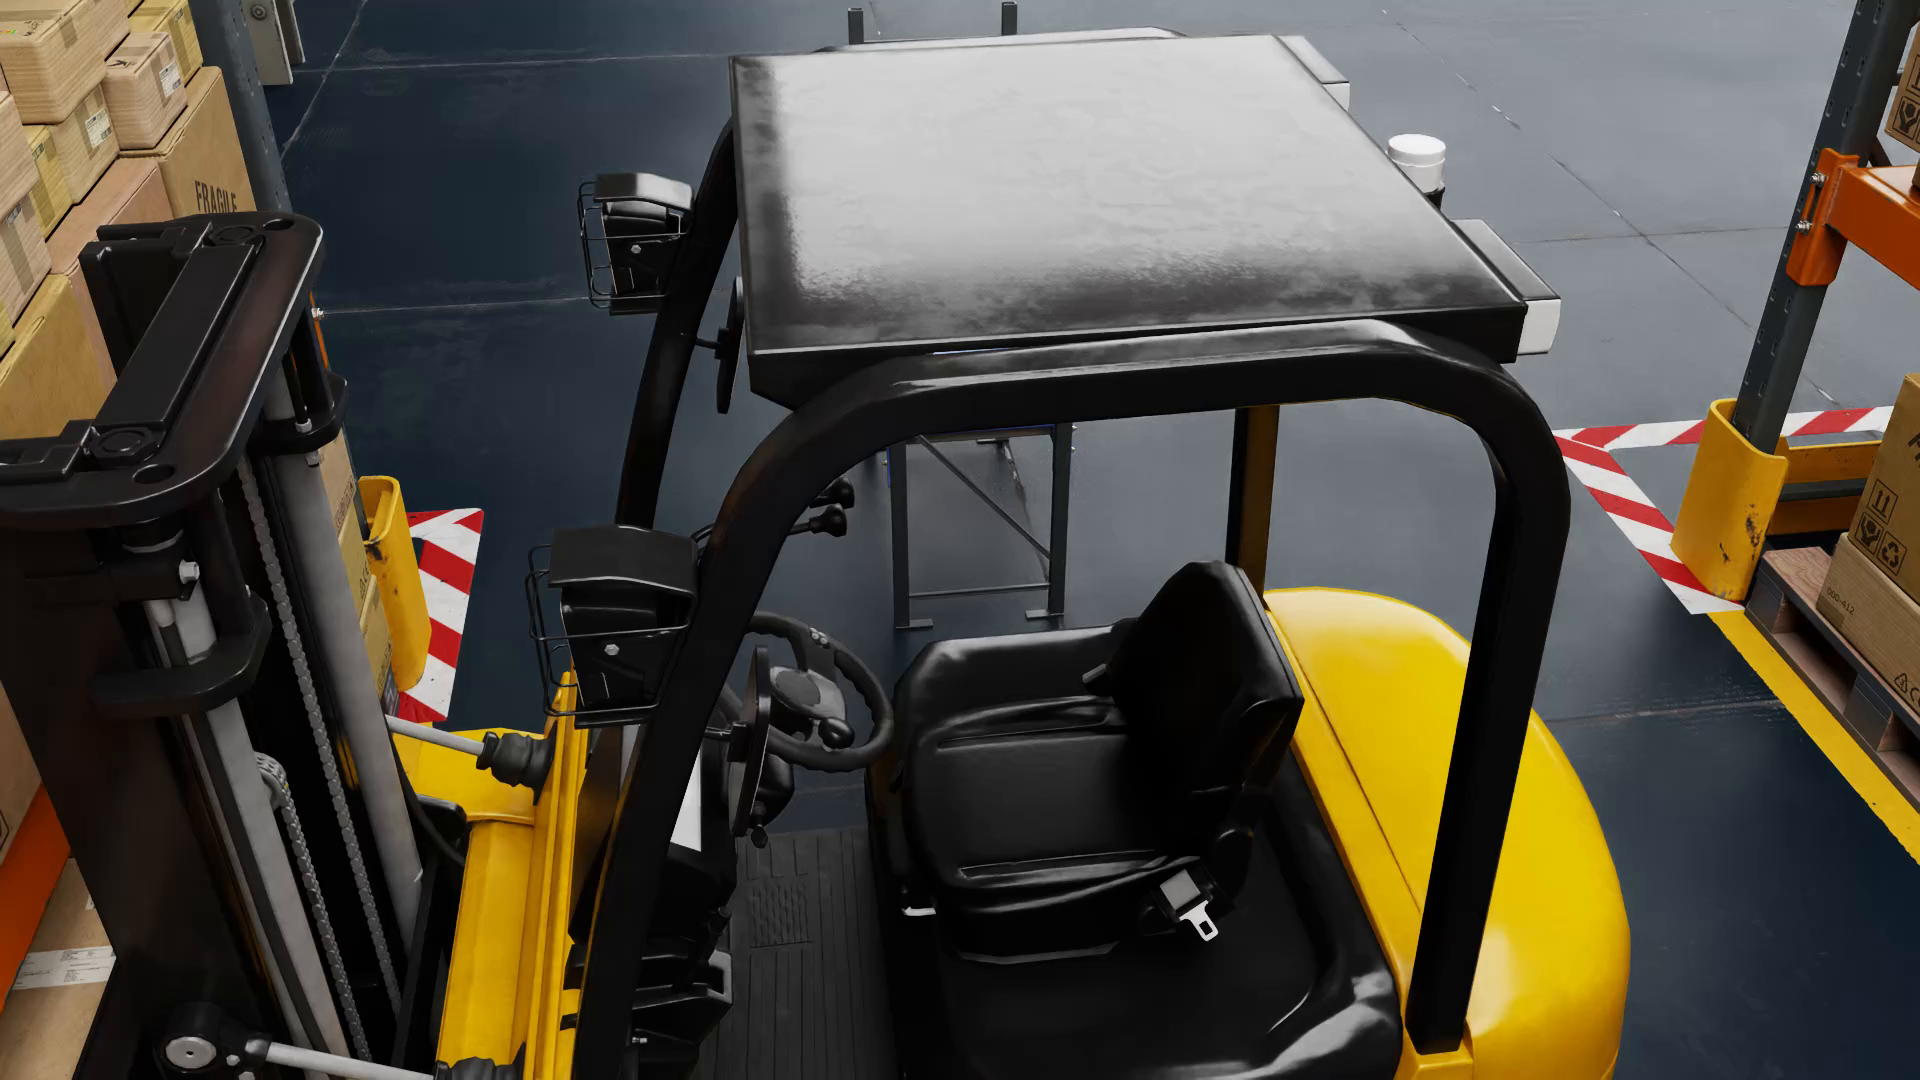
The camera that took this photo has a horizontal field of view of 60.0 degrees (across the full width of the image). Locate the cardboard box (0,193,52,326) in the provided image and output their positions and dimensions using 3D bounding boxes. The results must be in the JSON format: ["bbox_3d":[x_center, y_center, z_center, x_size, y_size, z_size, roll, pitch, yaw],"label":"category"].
[{"bbox_3d":[-1.639,-0.419,2.536,0.380,0.149,0.250,-5,35,-8],"label":"cardboard box"}]

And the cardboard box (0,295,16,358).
[{"bbox_3d":[-1.585,-0.279,2.331,0.380,0.149,0.250,-4,34,-6],"label":"cardboard box"}]

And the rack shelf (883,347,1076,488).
[{"bbox_3d":[-0.011,-0.519,4.999,0.538,0.185,1.000,-4,35,-6],"label":"rack shelf"}]

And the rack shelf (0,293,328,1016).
[{"bbox_3d":[-1.837,0.557,2.407,1.077,0.370,4.000,-4,35,-6],"label":"rack shelf"}]

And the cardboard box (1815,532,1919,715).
[{"bbox_3d":[2.646,0.200,4.362,0.500,0.250,0.500,-5,35,-7],"label":"cardboard box"}]

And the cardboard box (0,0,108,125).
[{"bbox_3d":[-1.723,-0.825,2.868,0.380,0.149,0.250,-4,34,-5],"label":"cardboard box"}]

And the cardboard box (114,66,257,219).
[{"bbox_3d":[-1.780,-0.643,3.440,0.500,0.500,0.500,-5,35,-7],"label":"cardboard box"}]

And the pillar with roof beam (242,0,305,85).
[{"bbox_3d":[0.553,-6.552,6.874,9.100,9.000,0.400,-4,35,-6],"label":"pillar with roof beam"}]

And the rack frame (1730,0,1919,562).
[{"bbox_3d":[2.812,-1.234,4.397,1.000,3.000,0.127,-4,35,-6],"label":"rack frame"}]

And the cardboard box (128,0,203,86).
[{"bbox_3d":[-1.782,-0.993,3.379,0.380,0.149,0.250,-4,34,-6],"label":"cardboard box"}]

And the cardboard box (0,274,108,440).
[{"bbox_3d":[-1.650,-0.066,2.595,0.500,0.500,0.500,-5,35,-7],"label":"cardboard box"}]

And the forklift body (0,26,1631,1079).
[{"bbox_3d":[-0.043,0.415,2.731,2.313,2.155,1.214,-4,35,-6],"label":"forklift body"}]

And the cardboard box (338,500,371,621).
[{"bbox_3d":[-1.731,0.148,3.994,0.500,0.250,0.500,-5,35,-7],"label":"cardboard box"}]

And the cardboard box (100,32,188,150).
[{"bbox_3d":[-1.718,-0.853,3.173,0.380,0.149,0.250,-4,34,-6],"label":"cardboard box"}]

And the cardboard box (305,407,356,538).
[{"bbox_3d":[-1.735,-0.073,3.874,0.500,0.250,0.500,-3,34,-5],"label":"cardboard box"}]

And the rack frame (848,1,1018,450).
[{"bbox_3d":[-0.080,-0.951,5.314,0.500,1.500,0.032,-4,35,-6],"label":"rack frame"}]

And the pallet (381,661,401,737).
[{"bbox_3d":[-1.962,0.720,4.006,1.003,0.211,1.213,-4,35,-6],"label":"pallet"}]

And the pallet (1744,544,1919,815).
[{"bbox_3d":[2.896,0.417,4.451,1.003,0.211,1.213,-4,35,-6],"label":"pallet"}]

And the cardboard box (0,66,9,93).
[{"bbox_3d":[-1.763,-0.681,2.656,0.380,0.149,0.250,-4,34,-6],"label":"cardboard box"}]

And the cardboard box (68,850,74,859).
[{"bbox_3d":[-1.583,0.492,3.045,0.500,0.250,0.500,-4,34,-6],"label":"cardboard box"}]

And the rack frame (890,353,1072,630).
[{"bbox_3d":[0.057,-0.384,4.481,0.500,1.500,0.032,-4,35,-6],"label":"rack frame"}]

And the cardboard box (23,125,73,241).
[{"bbox_3d":[-1.722,-0.564,2.749,0.380,0.149,0.250,-5,35,-7],"label":"cardboard box"}]

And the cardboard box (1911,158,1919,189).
[{"bbox_3d":[2.653,-0.925,4.167,0.380,0.149,0.250,-4,35,-6],"label":"cardboard box"}]

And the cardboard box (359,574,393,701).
[{"bbox_3d":[-1.730,0.345,4.149,0.500,0.250,0.500,-4,34,-6],"label":"cardboard box"}]

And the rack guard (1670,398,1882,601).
[{"bbox_3d":[2.822,-0.159,5.039,1.175,0.500,0.348,-4,35,-6],"label":"rack guard"}]

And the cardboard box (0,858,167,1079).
[{"bbox_3d":[-1.522,0.776,2.629,0.500,0.250,0.500,-5,35,-7],"label":"cardboard box"}]

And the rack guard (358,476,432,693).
[{"bbox_3d":[-2.109,0.164,4.566,1.175,0.500,0.348,-4,35,-6],"label":"rack guard"}]

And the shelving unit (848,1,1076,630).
[{"bbox_3d":[-0.011,-0.667,4.897,0.538,1.500,1.048,-4,35,-6],"label":"shelving unit"}]

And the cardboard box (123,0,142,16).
[{"bbox_3d":[-1.849,-1.104,3.278,0.380,0.149,0.250,-4,35,-6],"label":"cardboard box"}]

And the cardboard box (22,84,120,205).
[{"bbox_3d":[-1.744,-0.703,2.954,0.380,0.149,0.250,-4,34,-5],"label":"cardboard box"}]

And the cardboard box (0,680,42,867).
[{"bbox_3d":[-1.571,0.213,2.185,0.500,0.500,0.500,-4,34,-6],"label":"cardboard box"}]

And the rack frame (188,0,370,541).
[{"bbox_3d":[-2.106,-0.856,3.842,1.000,3.000,0.127,-4,35,-6],"label":"rack frame"}]

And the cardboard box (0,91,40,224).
[{"bbox_3d":[-1.618,-0.544,2.455,0.380,0.149,0.250,-4,34,-5],"label":"cardboard box"}]

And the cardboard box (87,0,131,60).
[{"bbox_3d":[-1.785,-0.969,3.079,0.380,0.149,0.250,-4,35,-6],"label":"cardboard box"}]

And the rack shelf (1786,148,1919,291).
[{"bbox_3d":[3.081,0.179,2.962,1.077,0.370,4.000,-4,35,-6],"label":"rack shelf"}]

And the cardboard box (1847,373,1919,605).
[{"bbox_3d":[2.650,-0.097,4.131,0.500,0.500,0.500,-5,35,-8],"label":"cardboard box"}]

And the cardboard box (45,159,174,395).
[{"bbox_3d":[-1.719,-0.352,3.015,0.500,0.500,0.500,-3,34,-5],"label":"cardboard box"}]

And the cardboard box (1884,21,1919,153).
[{"bbox_3d":[2.601,-1.113,3.866,0.500,0.500,0.500,-5,35,-7],"label":"cardboard box"}]
